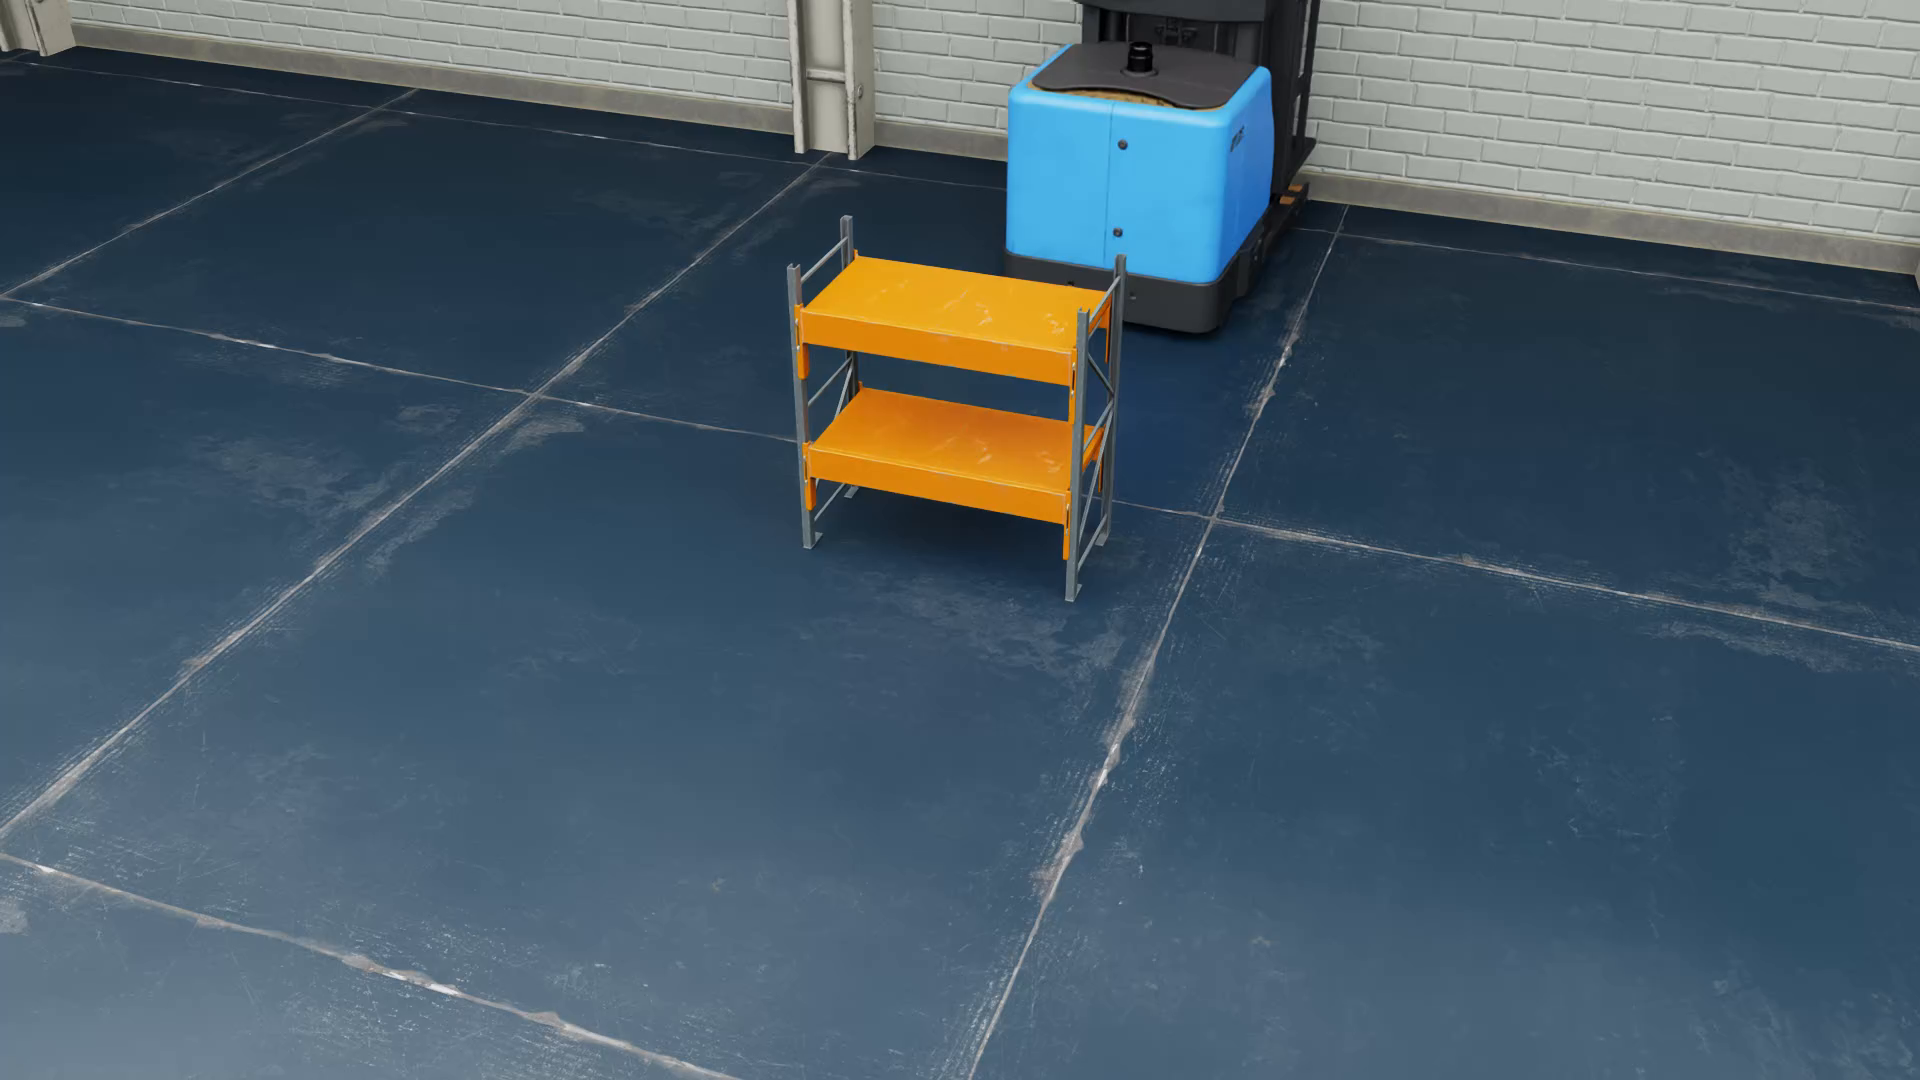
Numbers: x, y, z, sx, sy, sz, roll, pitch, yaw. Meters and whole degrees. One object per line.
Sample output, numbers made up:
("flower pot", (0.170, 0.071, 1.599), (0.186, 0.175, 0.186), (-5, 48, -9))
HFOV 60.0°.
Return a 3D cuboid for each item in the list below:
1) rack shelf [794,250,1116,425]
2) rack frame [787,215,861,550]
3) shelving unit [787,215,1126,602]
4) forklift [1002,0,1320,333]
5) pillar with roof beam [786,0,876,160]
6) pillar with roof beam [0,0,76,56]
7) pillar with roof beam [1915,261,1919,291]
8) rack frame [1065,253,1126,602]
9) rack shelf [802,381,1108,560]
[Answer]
("rack shelf", (-0.006, -0.720, 5.788), (1.000, 0.278, 0.538), (11, 34, 16))
("rack frame", (-0.485, -0.567, 6.091), (0.032, 1.125, 0.500), (11, 34, 16))
("shelving unit", (-0.006, -0.474, 5.947), (1.048, 1.125, 0.538), (11, 34, 16))
("forklift", (1.233, -2.963, 8.137), (1.130, 2.935, 3.031), (13, 35, 19))
("pillar with roof beam", (-2.188, -3.906, 4.003), (0.400, 9.000, 9.100), (11, 34, 16))
("pillar with roof beam", (-7.836, -5.004, 5.703), (0.400, 9.000, 9.100), (11, 34, 16))
("pillar with roof beam", (3.460, -2.808, 2.302), (0.400, 9.000, 9.100), (11, 34, 16))
("rack frame", (0.472, -0.381, 5.803), (0.032, 1.125, 0.500), (11, 34, 16))
("rack shelf", (-0.006, -0.268, 6.079), (1.000, 0.278, 0.538), (11, 34, 16))
